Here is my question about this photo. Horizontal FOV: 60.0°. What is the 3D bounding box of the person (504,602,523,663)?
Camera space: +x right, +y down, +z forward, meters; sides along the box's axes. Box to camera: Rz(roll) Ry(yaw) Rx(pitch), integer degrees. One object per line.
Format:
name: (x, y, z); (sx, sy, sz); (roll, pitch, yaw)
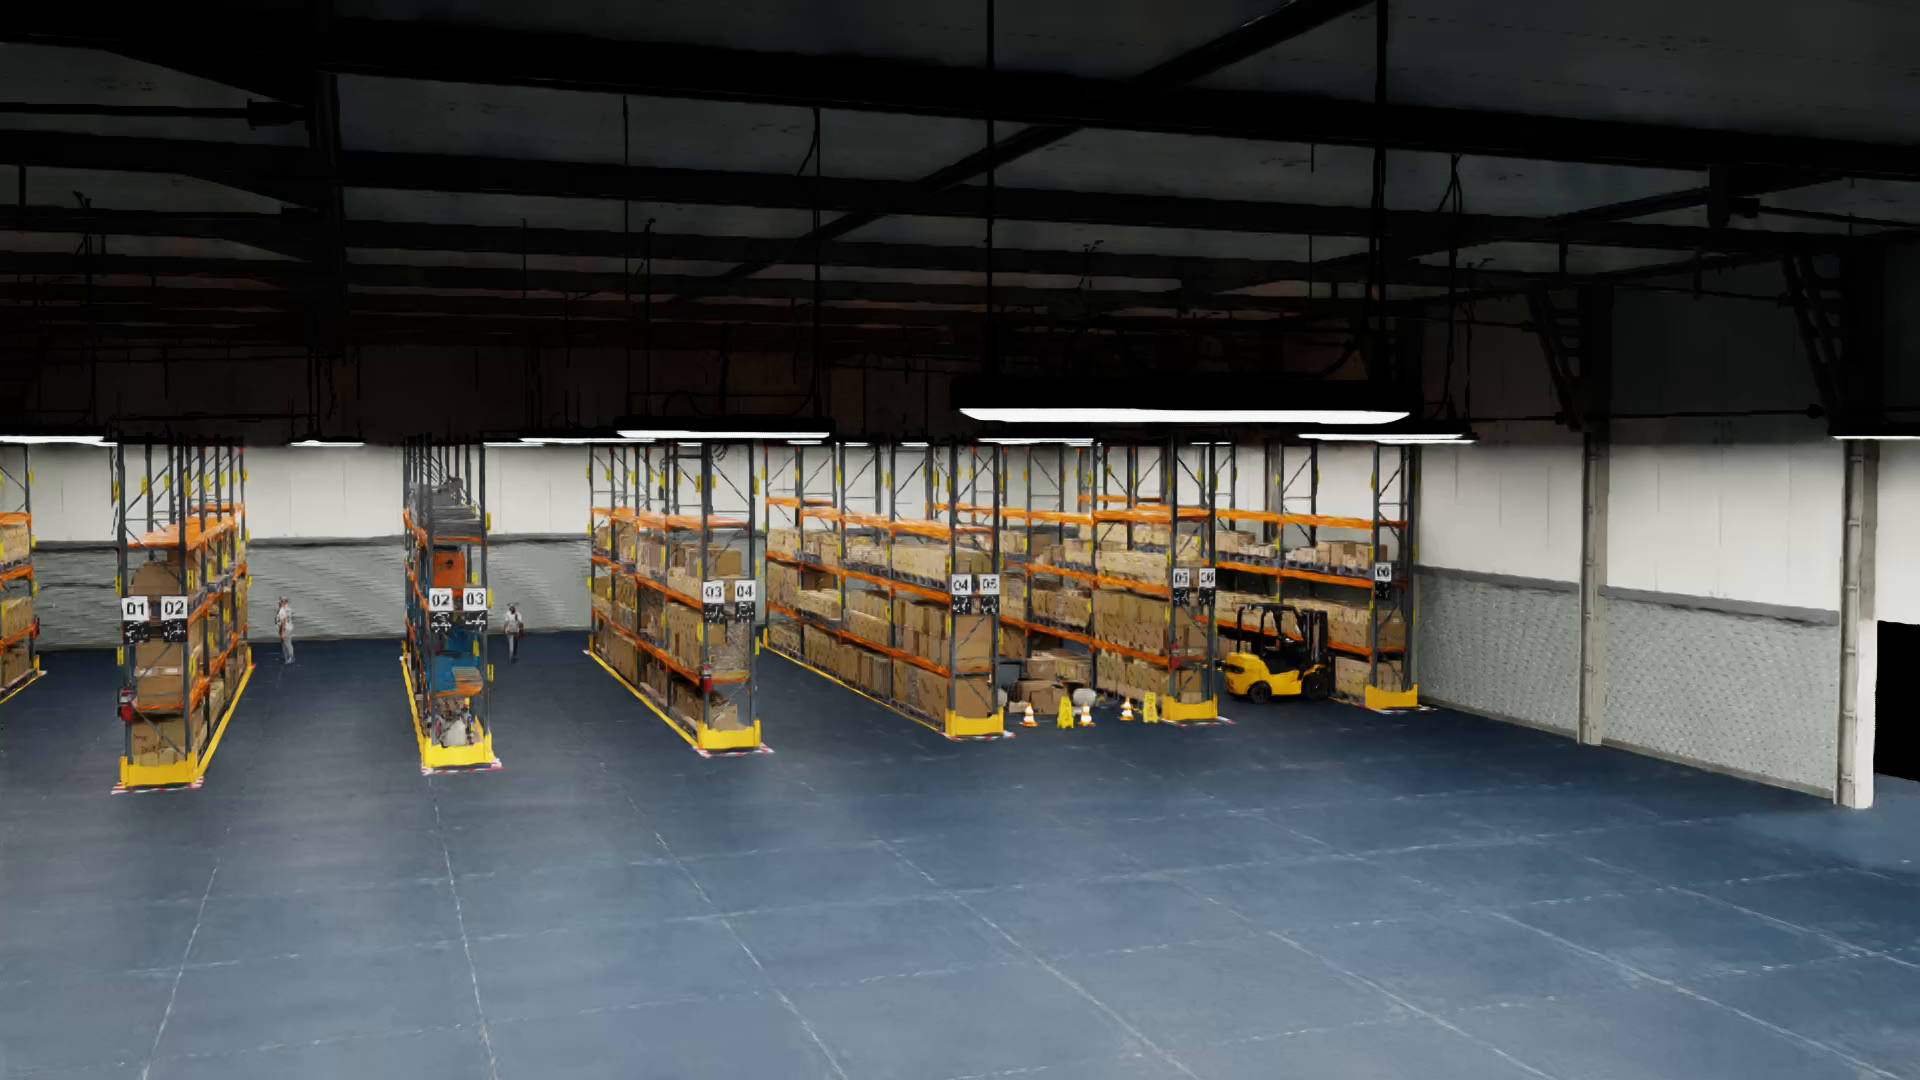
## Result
person: (-11.892, 2.447, 44.309); (0.461, 1.626, 0.999); (-1, 3, -21)

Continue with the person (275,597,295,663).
person: (-18.043, 2.381, 44.392); (0.588, 1.746, 0.735); (0, 3, -8)
